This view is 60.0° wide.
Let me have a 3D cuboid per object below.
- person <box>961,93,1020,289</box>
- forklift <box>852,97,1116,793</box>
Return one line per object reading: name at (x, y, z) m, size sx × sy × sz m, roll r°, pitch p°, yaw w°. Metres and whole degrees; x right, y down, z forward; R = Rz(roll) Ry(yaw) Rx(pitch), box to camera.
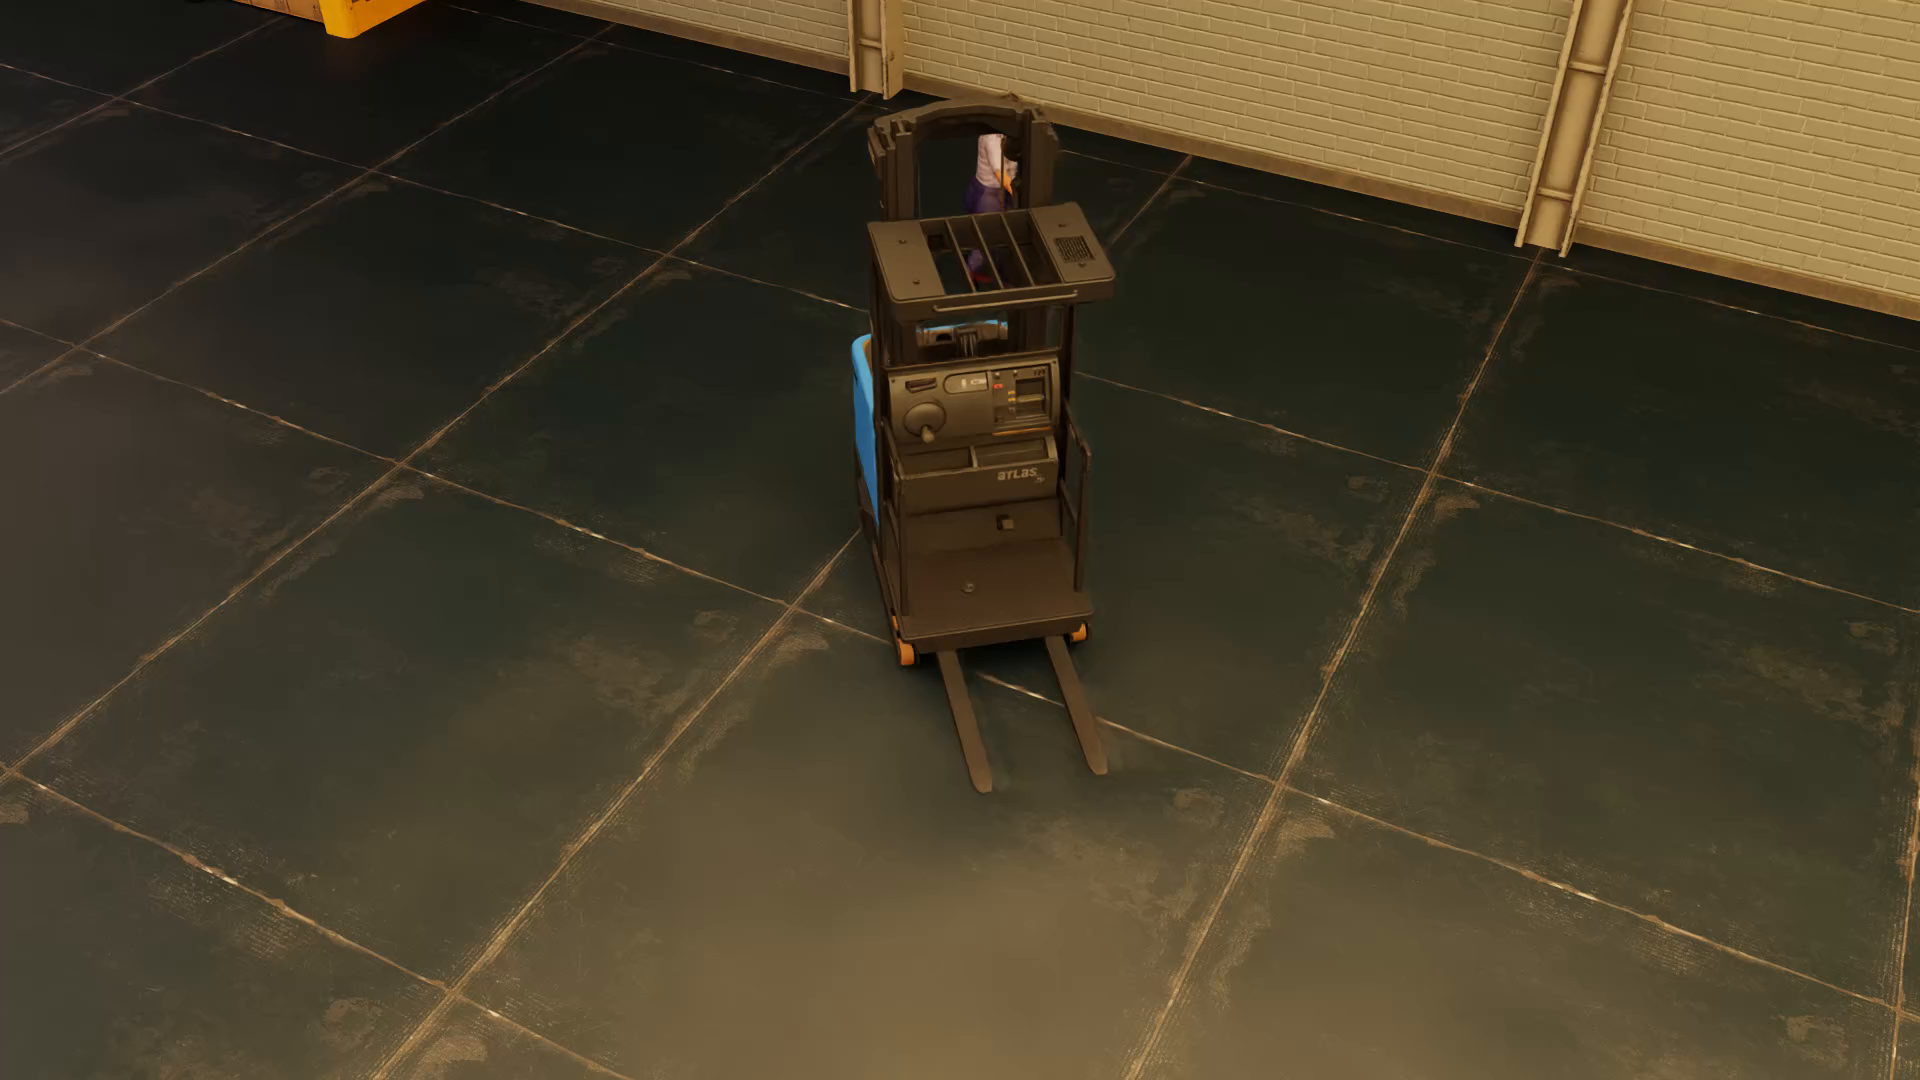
person at (0.383, -2.494, 12.029) m, size 0.740 × 1.541 × 0.779 m, roll -15°, pitch 42°, yaw -17°
forklift at (0.126, -0.672, 8.784) m, size 1.130 × 2.935 × 3.031 m, roll -7°, pitch 41°, yaw -9°
